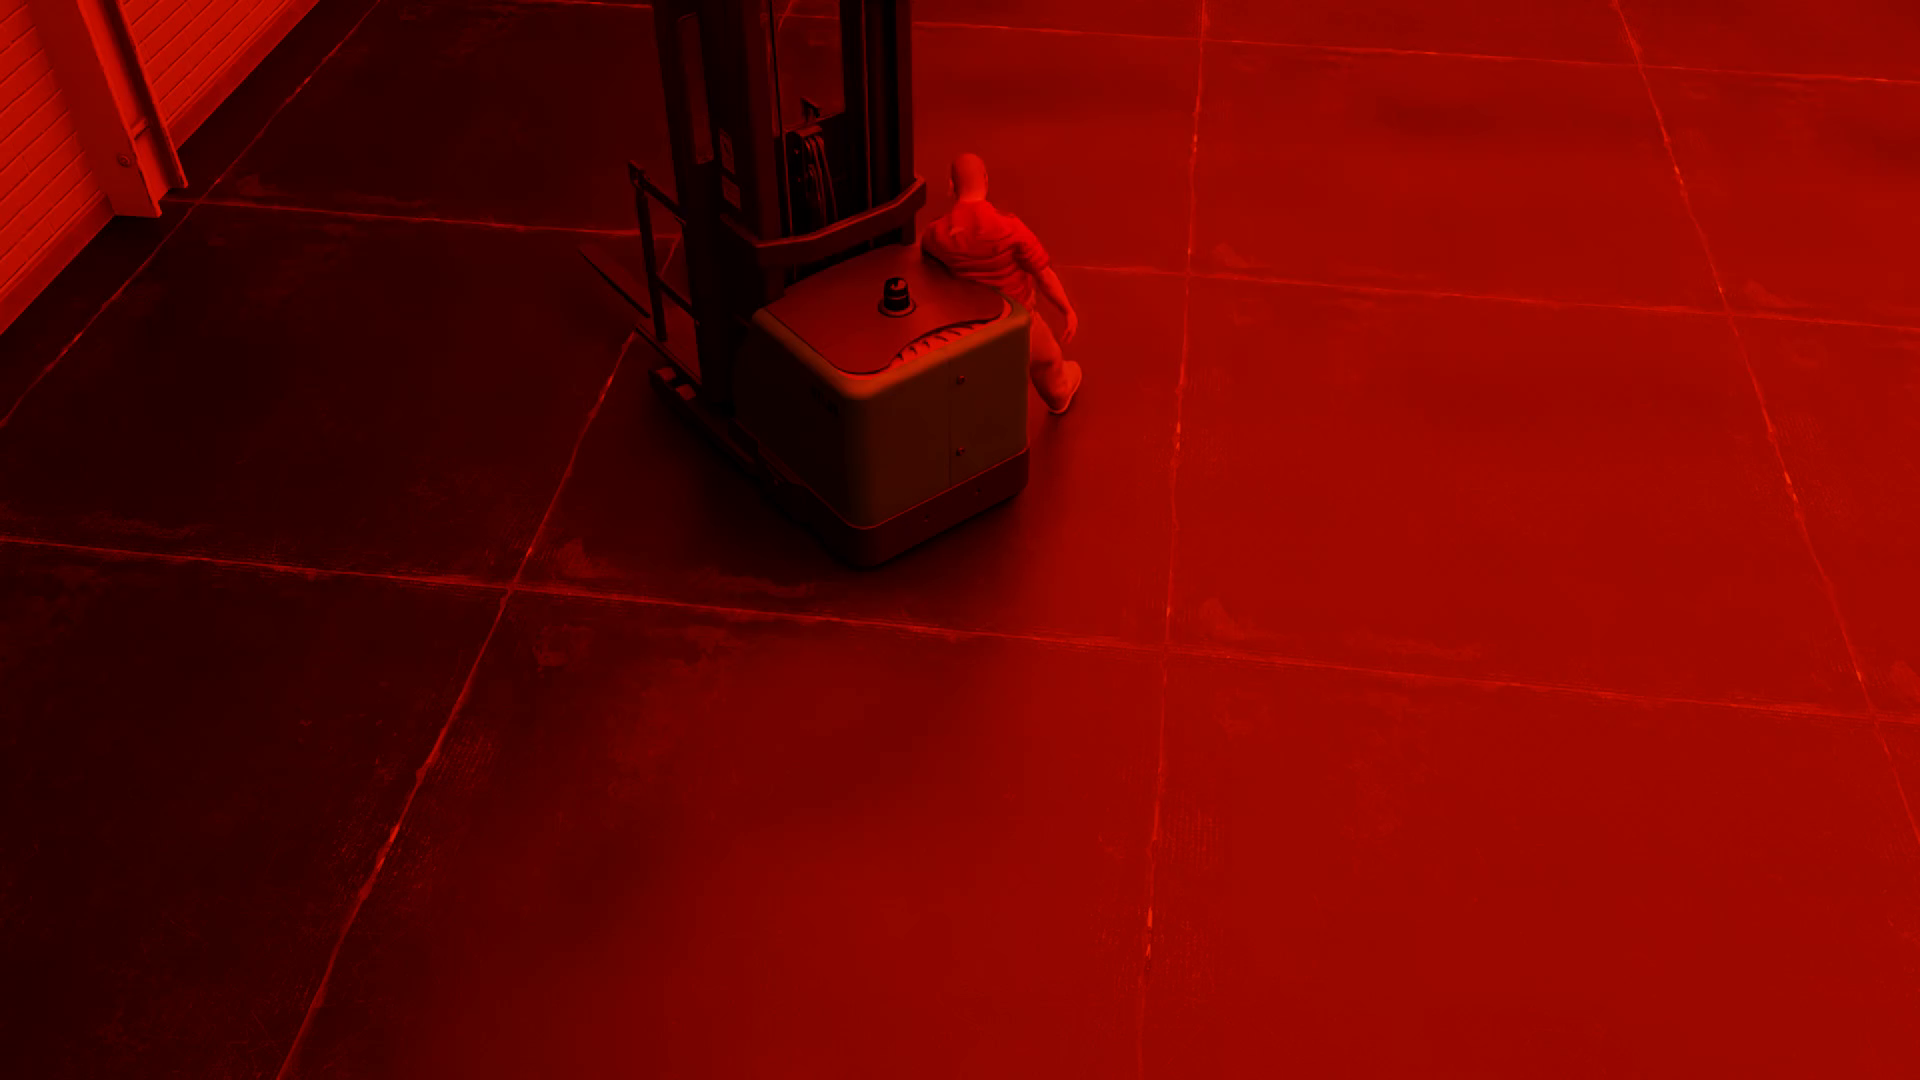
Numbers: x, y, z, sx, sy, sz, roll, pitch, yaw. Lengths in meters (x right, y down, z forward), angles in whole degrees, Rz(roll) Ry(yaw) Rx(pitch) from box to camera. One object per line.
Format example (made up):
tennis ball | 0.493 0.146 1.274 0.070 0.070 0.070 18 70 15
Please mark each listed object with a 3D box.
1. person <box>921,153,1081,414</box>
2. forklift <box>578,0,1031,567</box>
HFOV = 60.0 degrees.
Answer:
person | 0.128 -1.193 8.002 0.965 1.591 0.946 12 44 12
forklift | -0.964 -1.900 7.792 1.130 2.935 3.031 -28 49 -27
